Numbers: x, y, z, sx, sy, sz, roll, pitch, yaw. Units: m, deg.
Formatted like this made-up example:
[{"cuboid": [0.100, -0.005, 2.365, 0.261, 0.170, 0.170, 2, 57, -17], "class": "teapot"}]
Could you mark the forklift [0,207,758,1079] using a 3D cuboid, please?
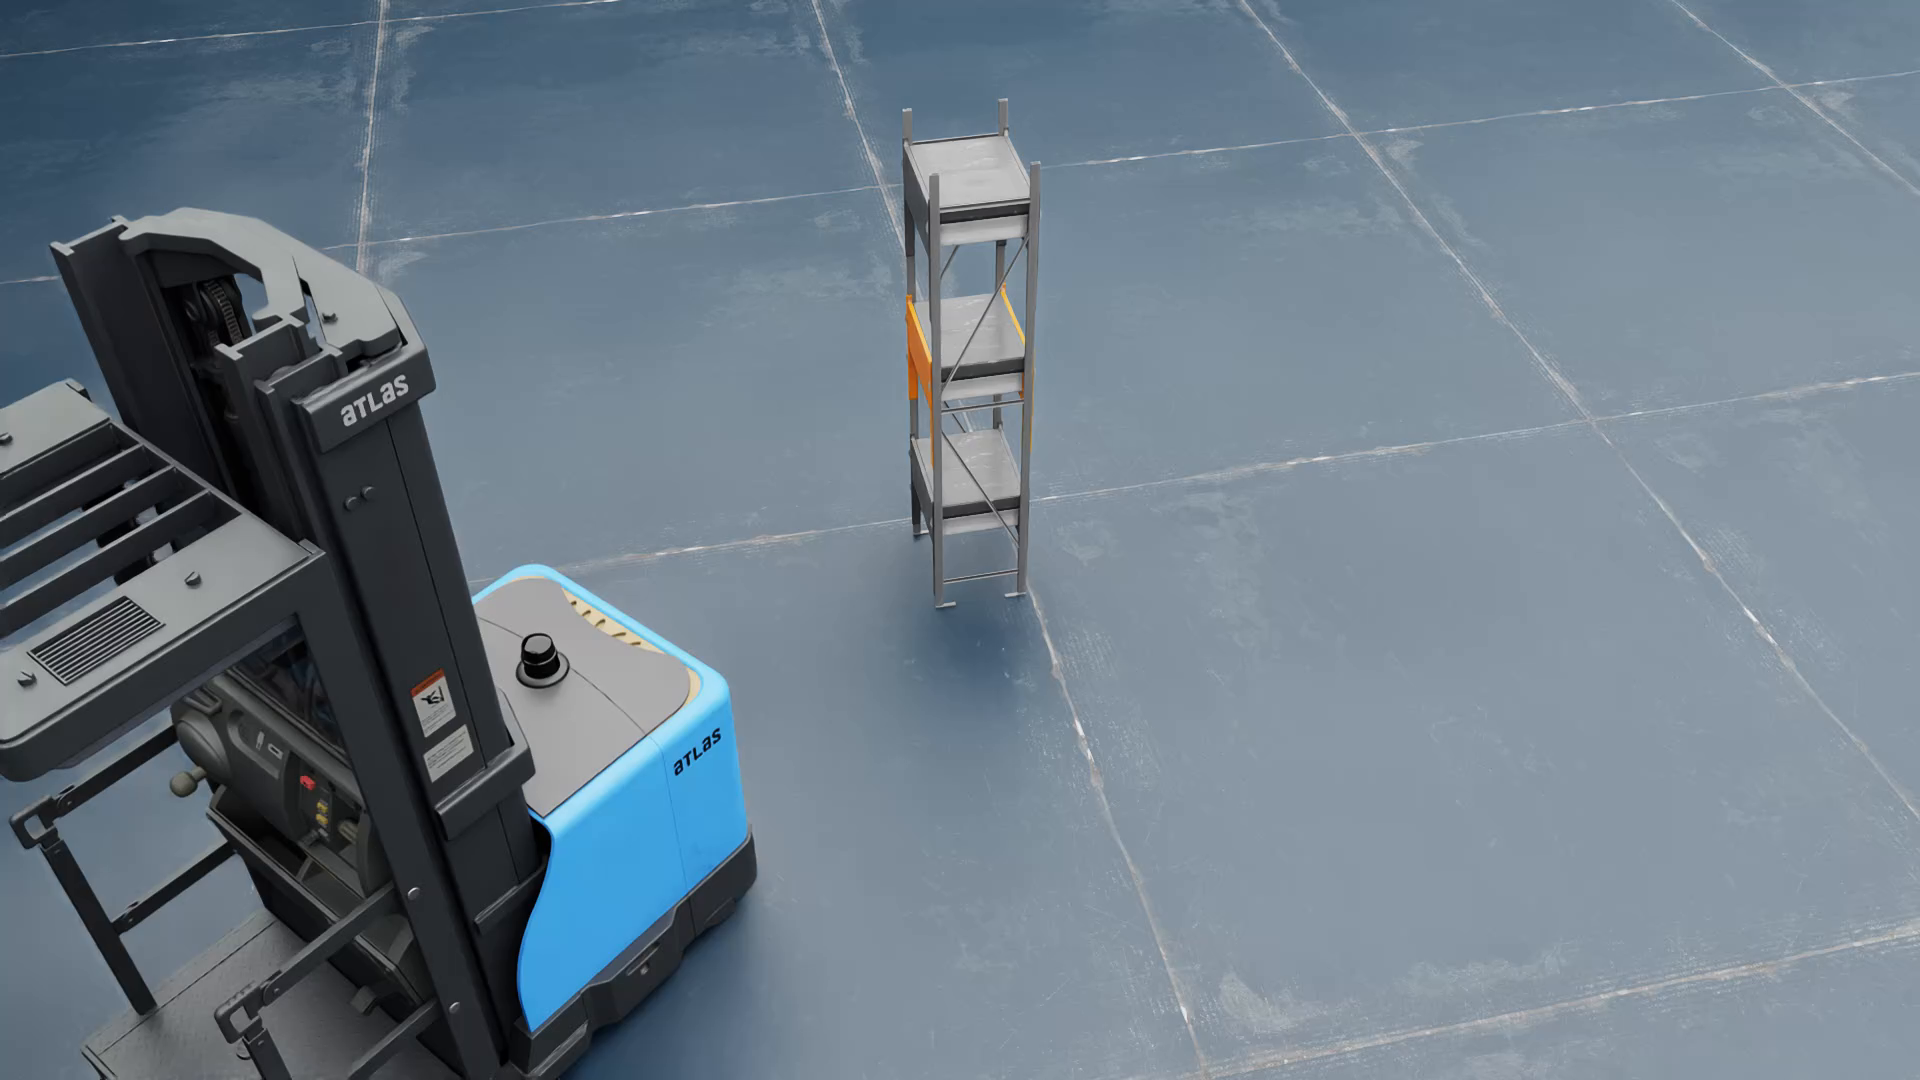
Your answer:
[{"cuboid": [-2.046, 0.731, 4.500, 1.130, 2.935, 3.031, 28, 49, 28], "class": "forklift"}]

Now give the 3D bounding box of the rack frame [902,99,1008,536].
[{"cuboid": [-0.017, -0.836, 6.892, 0.400, 2.100, 0.015, -8, 42, -9], "class": "rack frame"}]

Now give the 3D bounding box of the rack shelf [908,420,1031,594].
[{"cuboid": [0.036, -0.144, 7.188, 0.431, 0.518, 0.480, -8, 42, -9], "class": "rack shelf"}]

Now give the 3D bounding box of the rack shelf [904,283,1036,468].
[{"cuboid": [0.036, -0.668, 6.723, 0.431, 0.518, 0.480, -8, 42, -9], "class": "rack shelf"}]

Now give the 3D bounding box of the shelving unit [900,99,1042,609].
[{"cuboid": [0.036, -0.678, 6.714, 0.431, 2.100, 0.503, -8, 42, -9], "class": "shelving unit"}]

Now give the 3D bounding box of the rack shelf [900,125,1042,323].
[{"cuboid": [0.036, -1.191, 6.258, 0.431, 0.518, 0.480, -8, 42, -9], "class": "rack shelf"}]

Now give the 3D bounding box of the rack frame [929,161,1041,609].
[{"cuboid": [0.088, -0.520, 6.536, 0.400, 2.100, 0.015, -8, 42, -9], "class": "rack frame"}]
